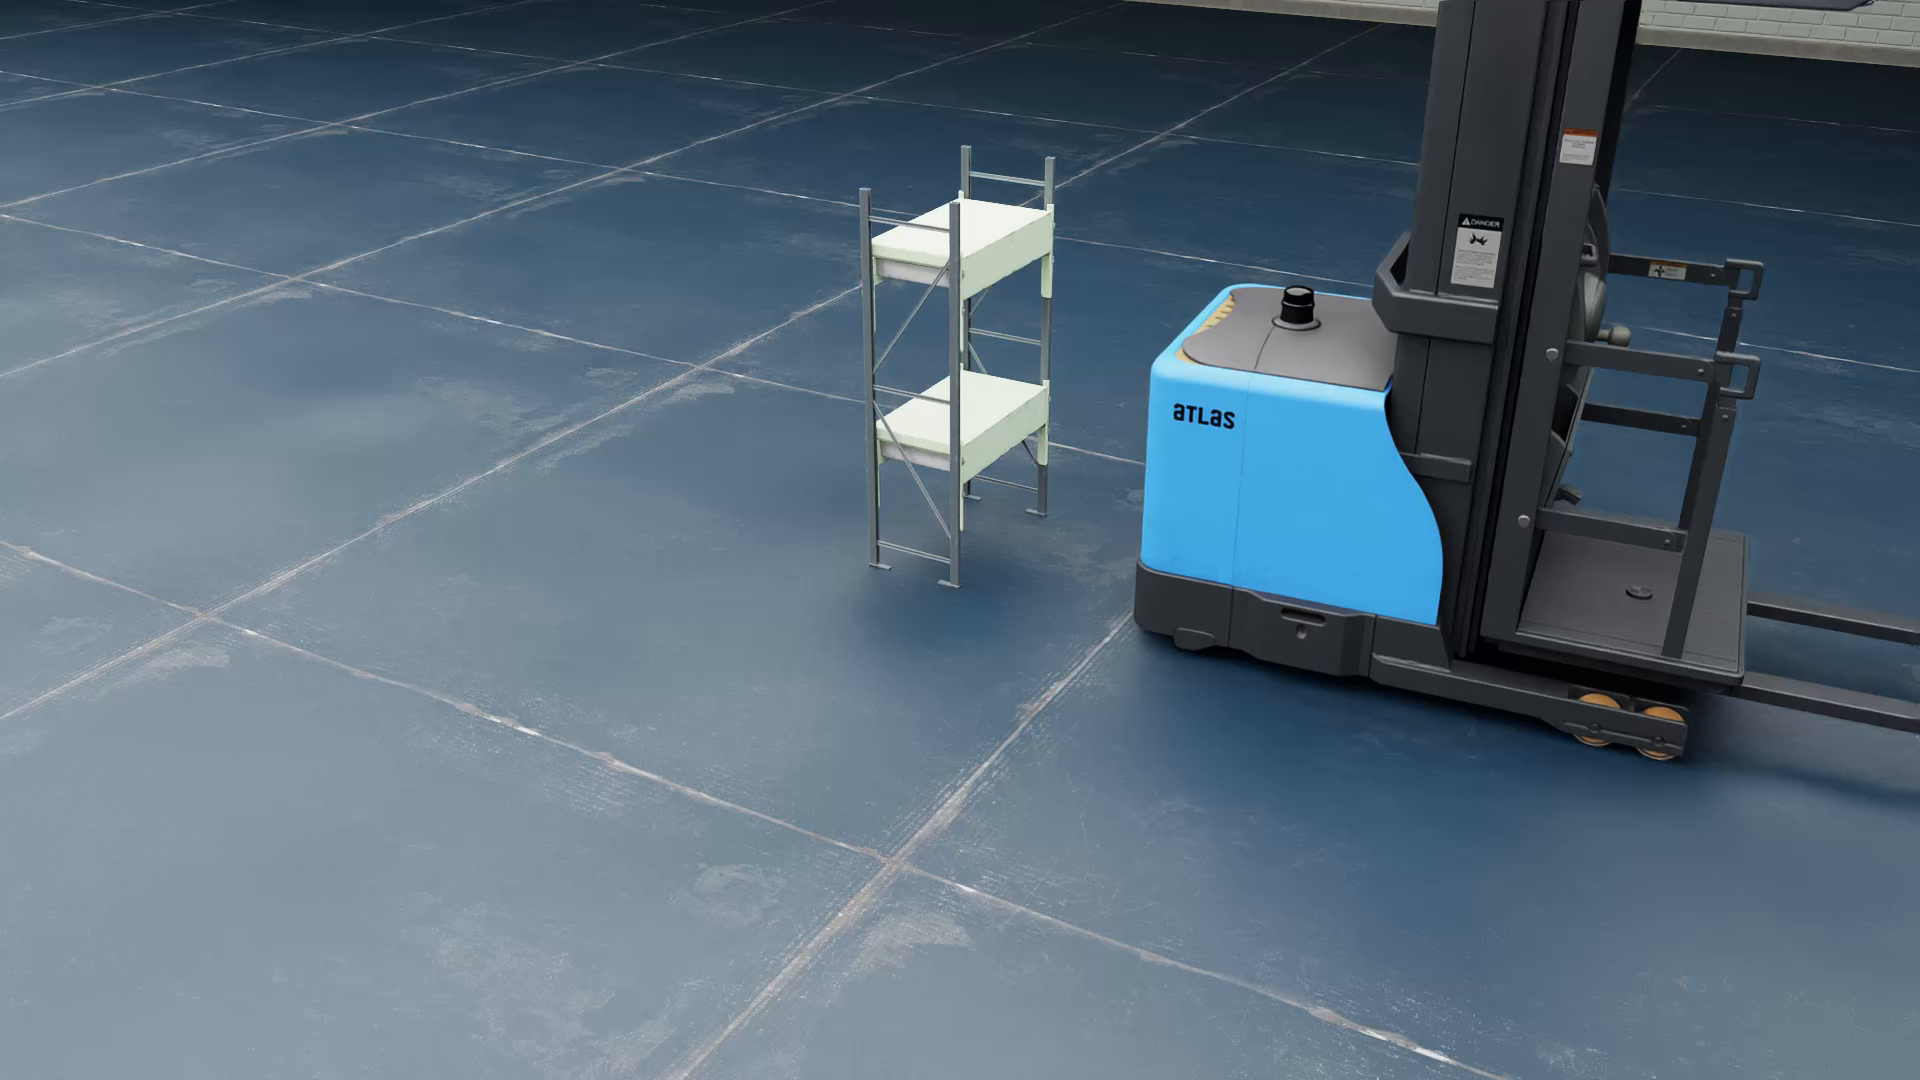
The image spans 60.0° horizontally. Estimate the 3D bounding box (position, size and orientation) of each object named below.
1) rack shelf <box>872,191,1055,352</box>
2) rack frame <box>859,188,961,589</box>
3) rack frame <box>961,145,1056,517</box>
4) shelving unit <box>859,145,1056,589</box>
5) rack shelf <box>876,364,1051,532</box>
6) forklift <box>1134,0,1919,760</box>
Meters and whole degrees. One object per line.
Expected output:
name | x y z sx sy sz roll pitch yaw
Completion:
rack shelf | 0.003 -1.022 6.245 0.431 0.370 0.720 14 30 26
rack frame | -0.177 -0.531 6.135 0.400 1.500 0.023 14 30 26
rack frame | 0.183 -0.816 6.704 0.400 1.500 0.023 14 30 26
shelving unit | 0.003 -0.673 6.419 0.431 1.500 0.755 14 30 26
rack shelf | 0.003 -0.382 6.565 0.431 0.370 0.720 14 30 26
forklift | 2.192 -0.876 5.225 3.031 2.935 1.130 11 29 21
